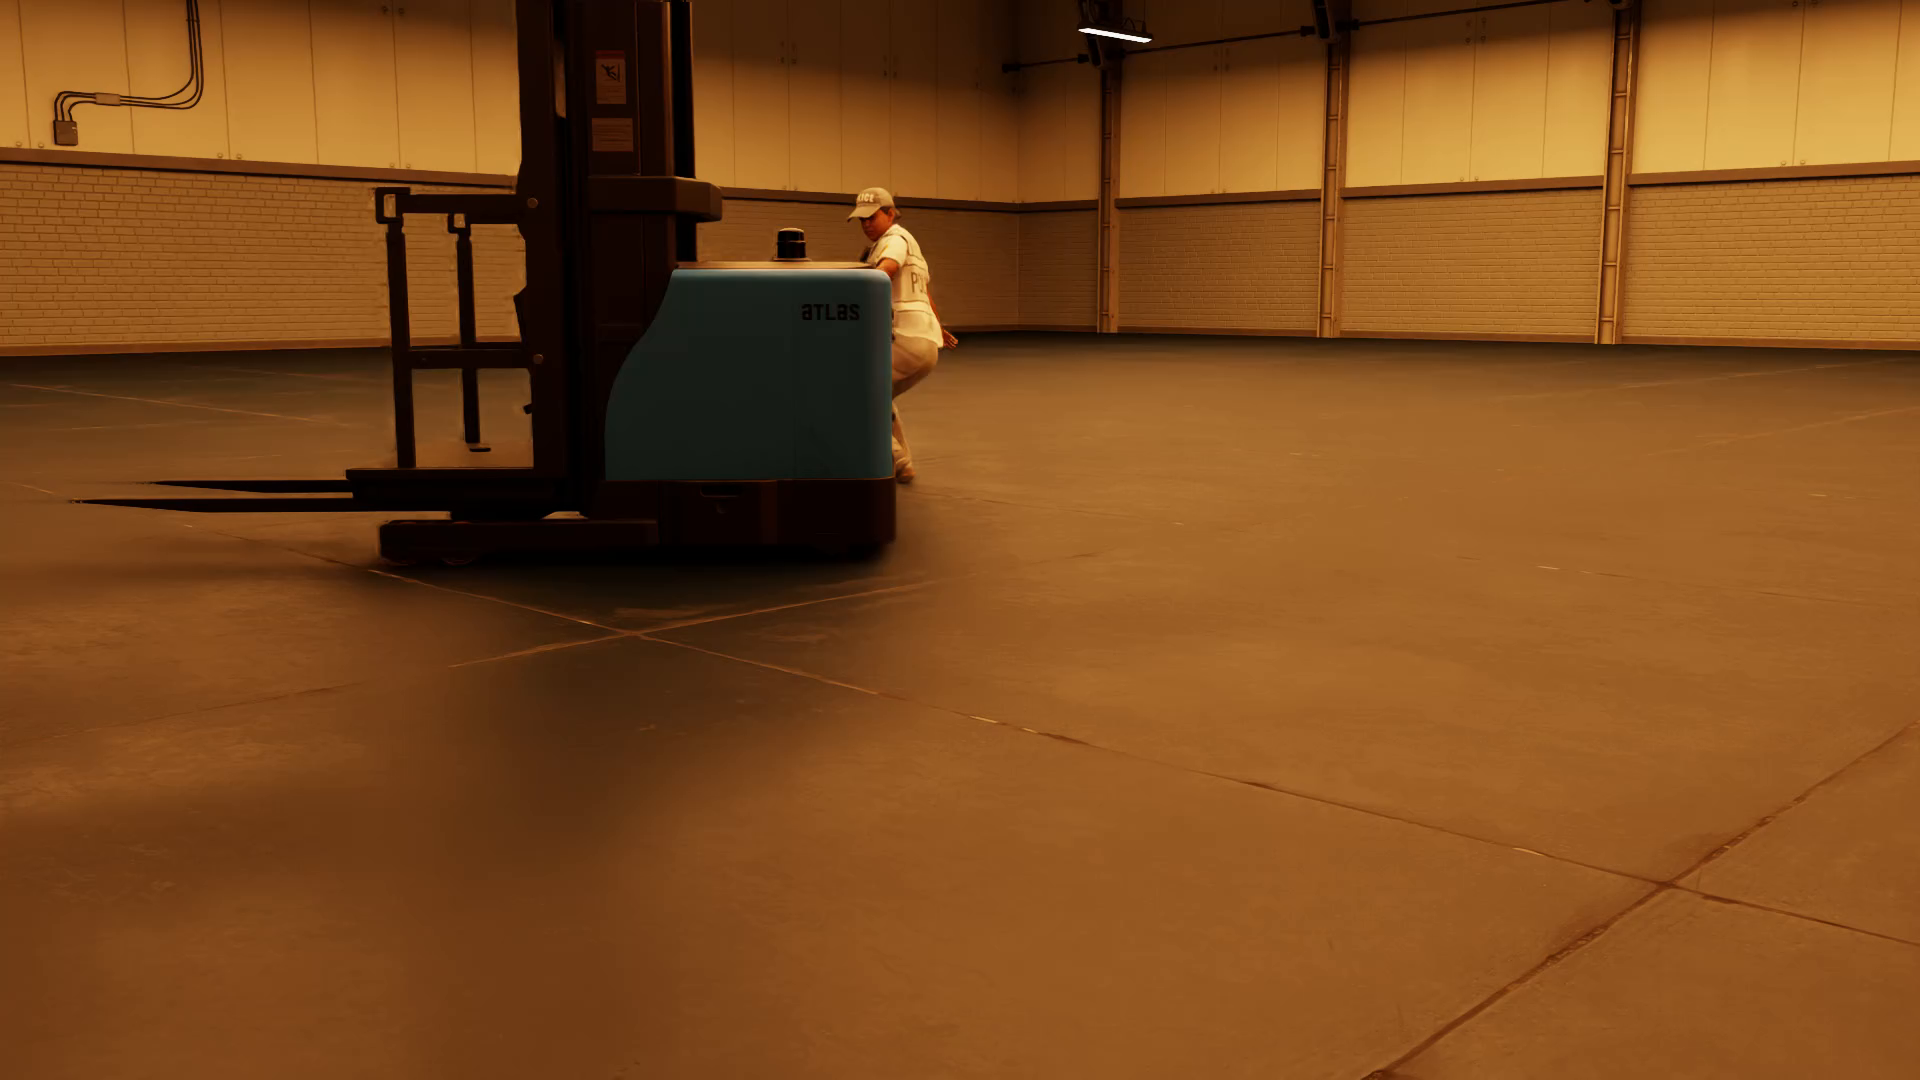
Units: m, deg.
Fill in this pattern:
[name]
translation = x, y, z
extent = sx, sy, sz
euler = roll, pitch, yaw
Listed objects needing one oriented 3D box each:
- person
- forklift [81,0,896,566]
[person]
translation = -0.334, -0.963, 8.322
extent = 0.507, 1.575, 1.133
euler = 3, 9, 17
[forklift]
translation = -1.773, -1.434, 6.396
extent = 3.031, 2.935, 1.130
euler = 0, 9, -3
